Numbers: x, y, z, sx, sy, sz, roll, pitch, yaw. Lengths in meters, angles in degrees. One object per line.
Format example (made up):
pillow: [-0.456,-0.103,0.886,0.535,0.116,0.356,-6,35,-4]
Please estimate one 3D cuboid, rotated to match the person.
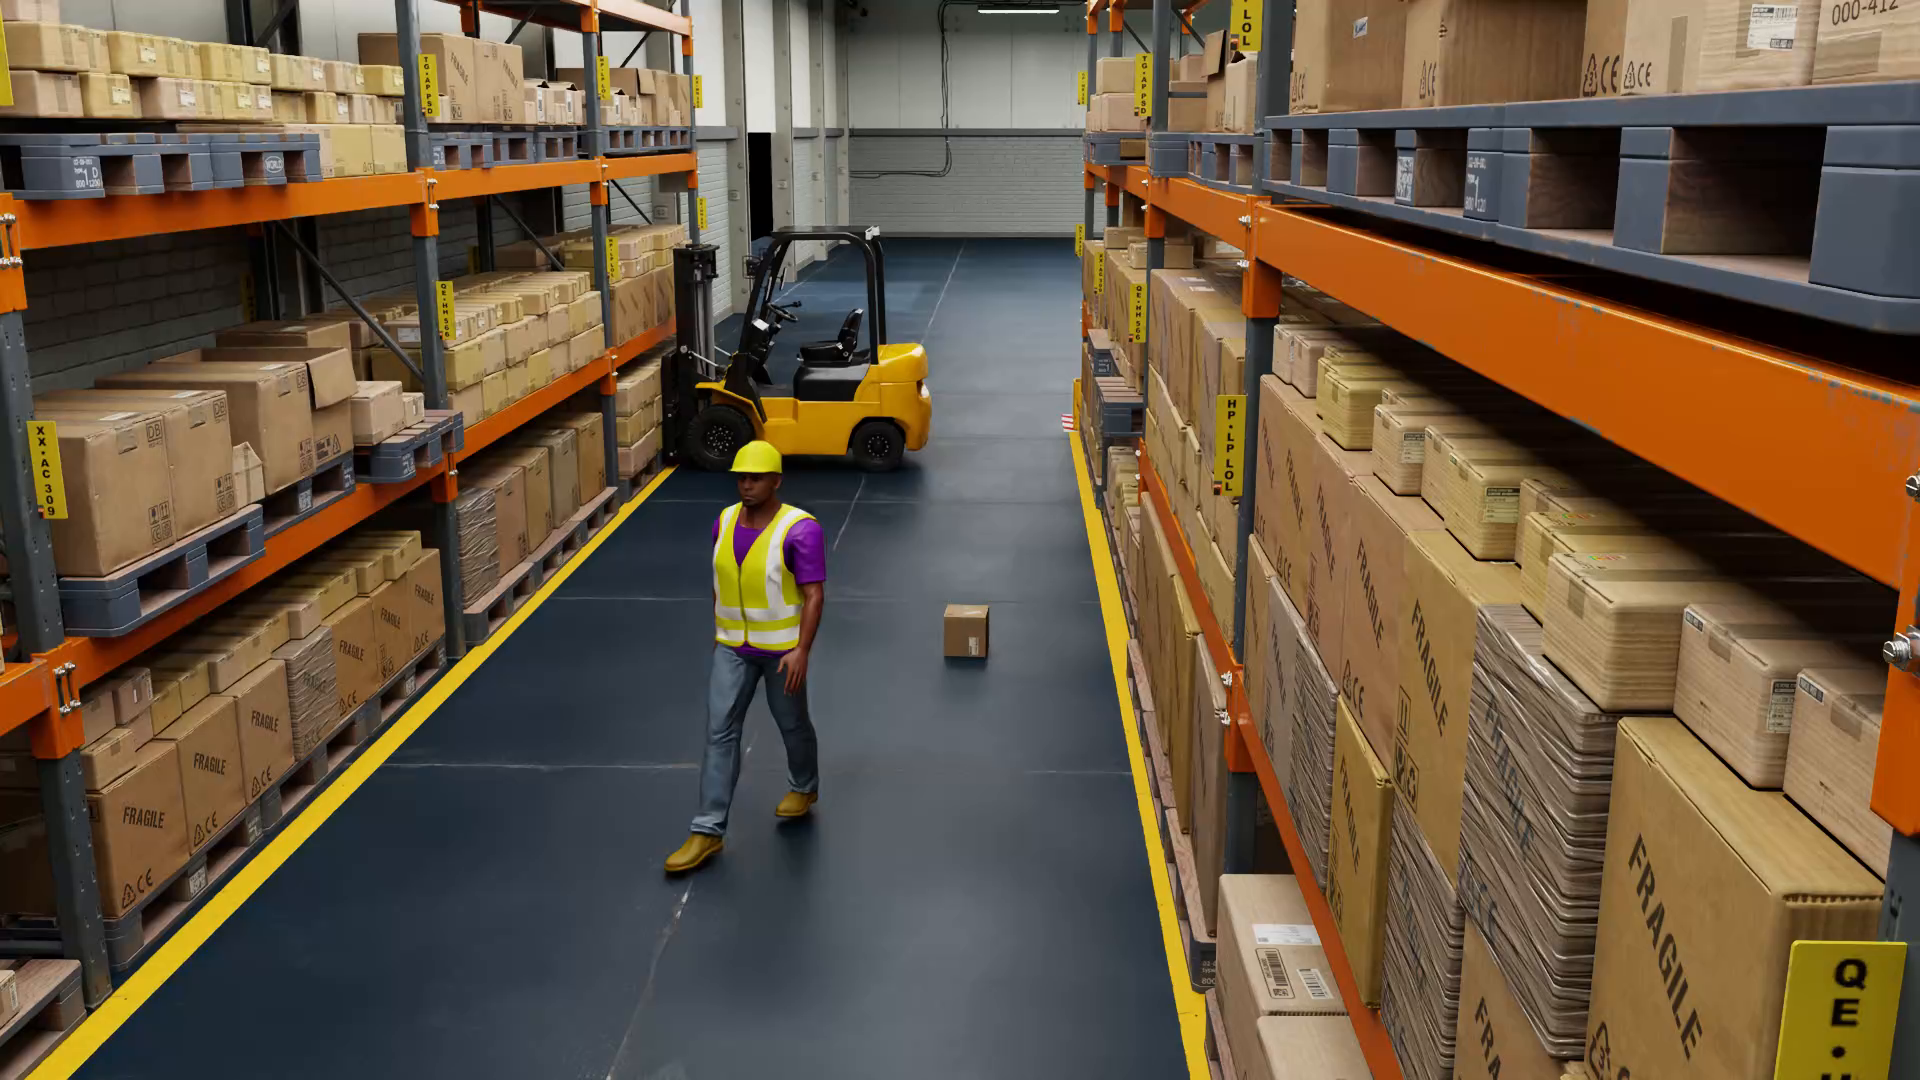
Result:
person: [-0.879,0.454,7.043,0.612,1.726,0.942,5,15,21]
